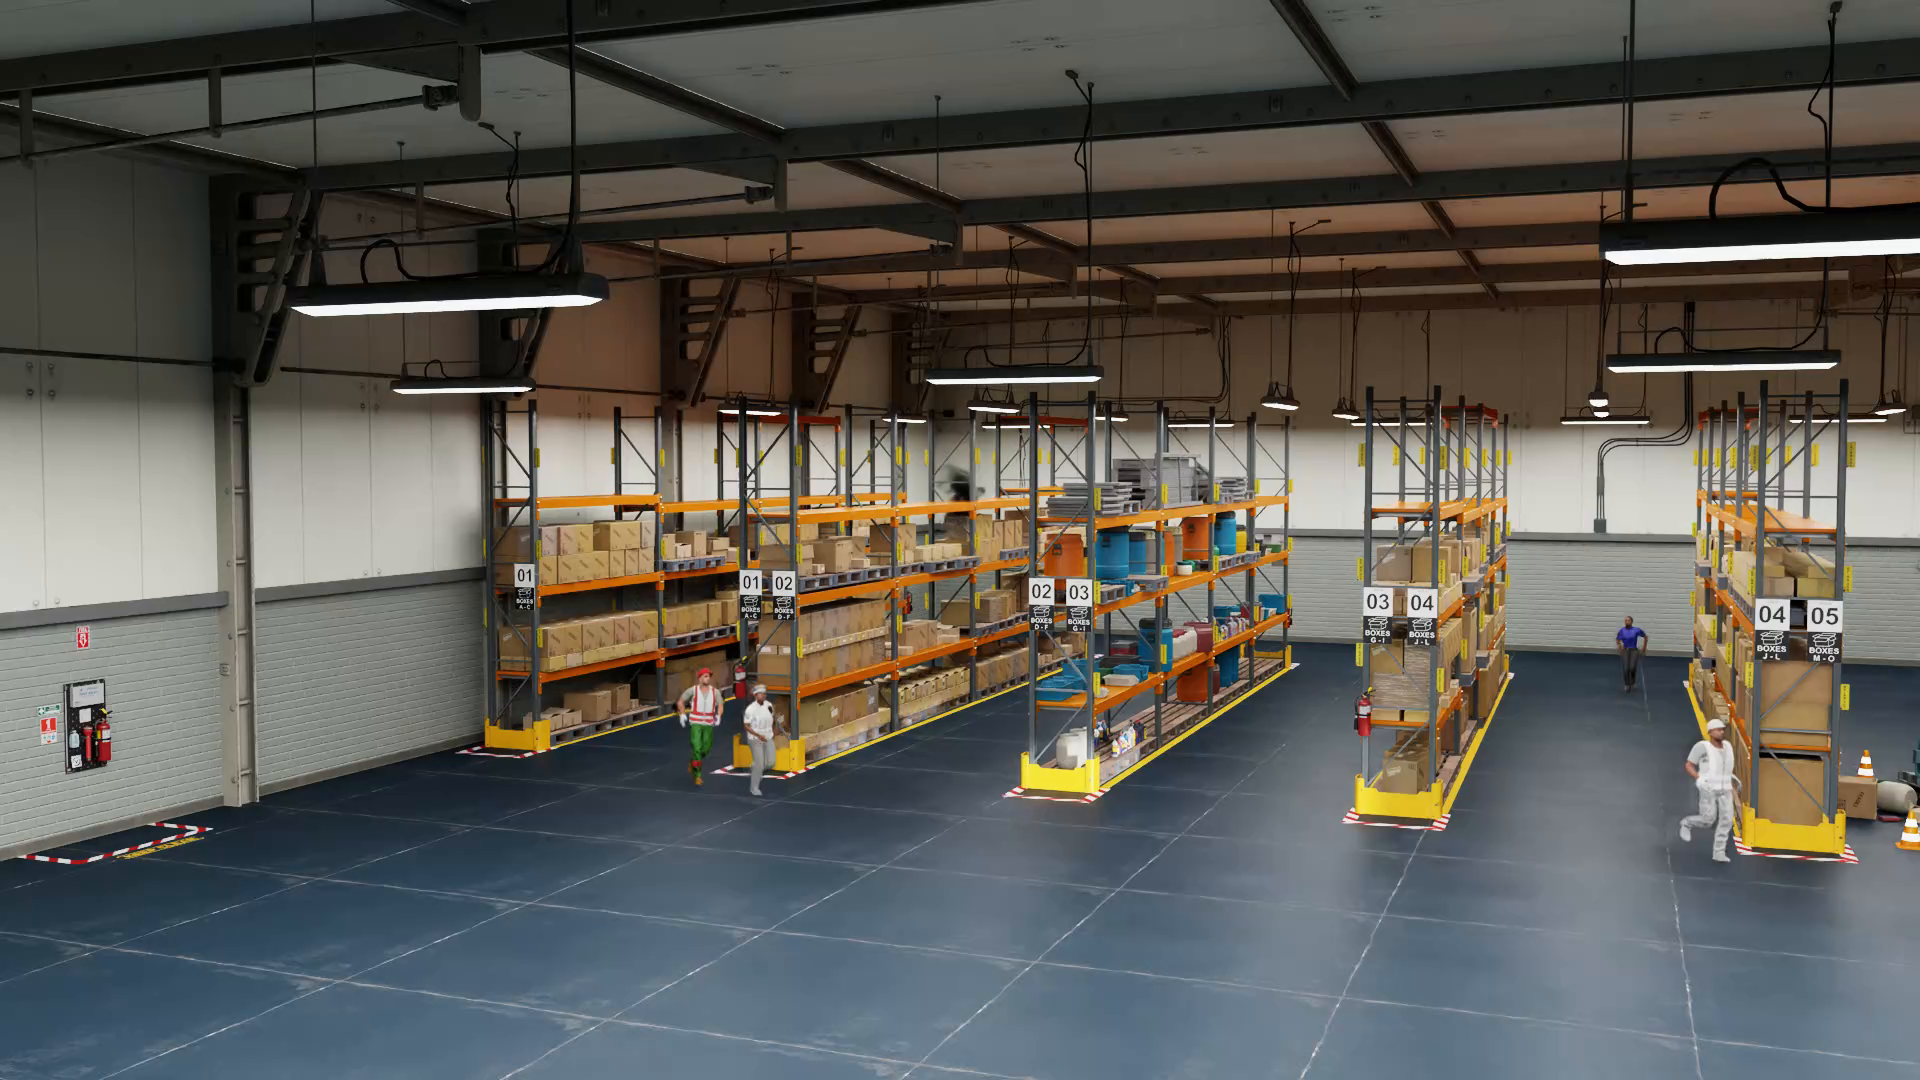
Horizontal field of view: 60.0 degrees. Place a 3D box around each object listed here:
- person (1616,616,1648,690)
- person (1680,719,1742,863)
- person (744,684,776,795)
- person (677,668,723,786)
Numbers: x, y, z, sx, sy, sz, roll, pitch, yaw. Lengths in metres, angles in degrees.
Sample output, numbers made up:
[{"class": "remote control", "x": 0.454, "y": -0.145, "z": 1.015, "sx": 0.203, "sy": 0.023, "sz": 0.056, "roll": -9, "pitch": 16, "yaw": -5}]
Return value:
[{"class": "person", "x": 14.389, "y": 2.445, "z": 35.690, "sx": 0.609, "sy": 1.600, "sz": 0.668, "roll": 2, "pitch": 3, "yaw": 34}, {"class": "person", "x": 9.440, "y": 3.114, "z": 20.813, "sx": 0.703, "sy": 1.757, "sz": 0.839, "roll": -1, "pitch": 3, "yaw": -12}, {"class": "person", "x": -2.958, "y": 2.963, "z": 24.764, "sx": 0.605, "sy": 1.667, "sz": 0.623, "roll": -2, "pitch": 4, "yaw": -39}, {"class": "person", "x": -3.981, "y": 2.871, "z": 25.701, "sx": 0.703, "sy": 1.754, "sz": 0.688, "roll": -1, "pitch": 3, "yaw": -21}]
